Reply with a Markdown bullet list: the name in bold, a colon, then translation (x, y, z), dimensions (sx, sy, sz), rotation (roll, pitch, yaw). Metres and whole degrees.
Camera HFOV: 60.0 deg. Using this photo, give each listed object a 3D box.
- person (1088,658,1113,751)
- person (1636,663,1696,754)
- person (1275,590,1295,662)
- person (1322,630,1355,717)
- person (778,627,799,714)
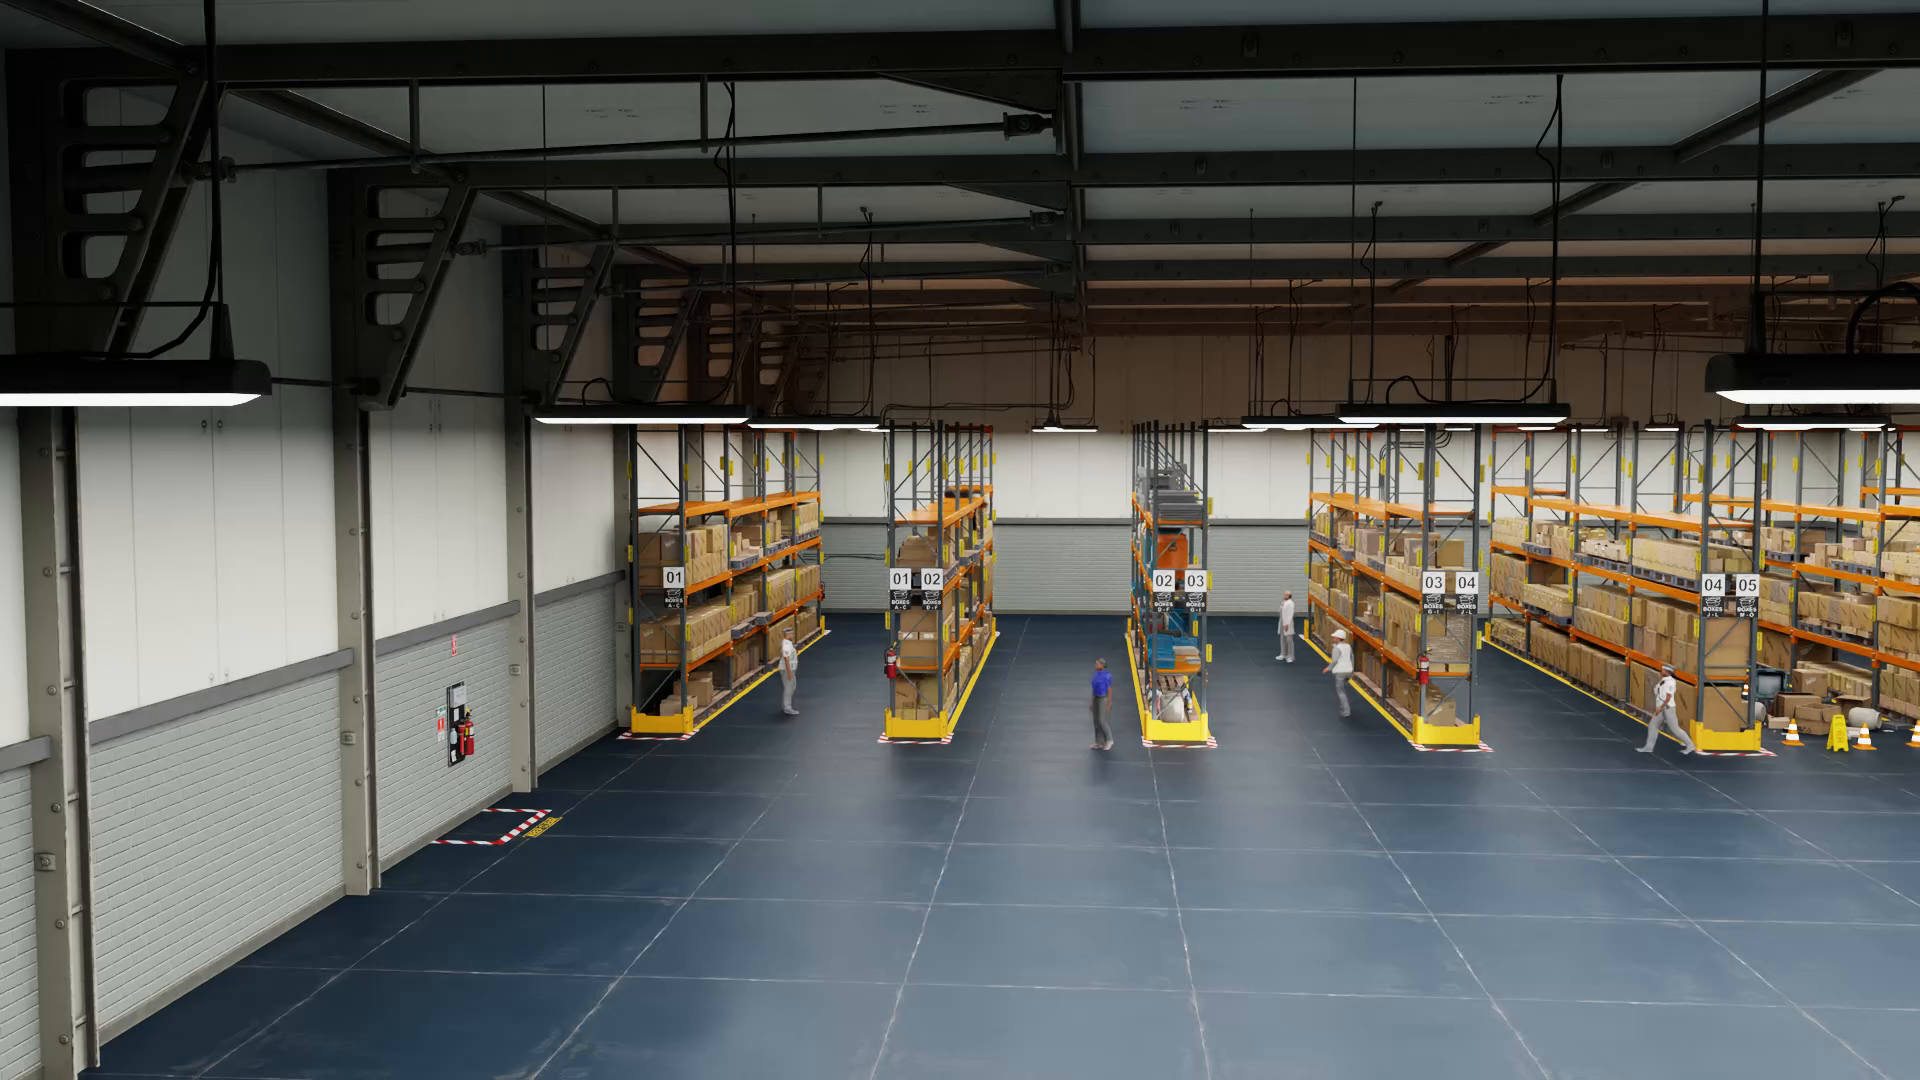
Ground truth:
- **person**: translation (2.548, 2.976, 30.253), dimensions (0.370, 1.668, 0.486), rotation (-2, 4, -33)
- **person**: translation (12.650, 3.017, 29.769), dimensions (0.977, 1.625, 0.552), rotation (0, 4, 8)
- **person**: translation (8.258, 2.187, 42.144), dimensions (0.423, 1.821, 0.587), rotation (-2, 4, -27)
- **person**: translation (7.790, 2.735, 33.917), dimensions (0.632, 1.815, 0.569), rotation (-2, 4, -31)
- **person**: translation (-3.531, 2.723, 34.229), dimensions (0.416, 1.859, 0.598), rotation (0, 4, -4)
